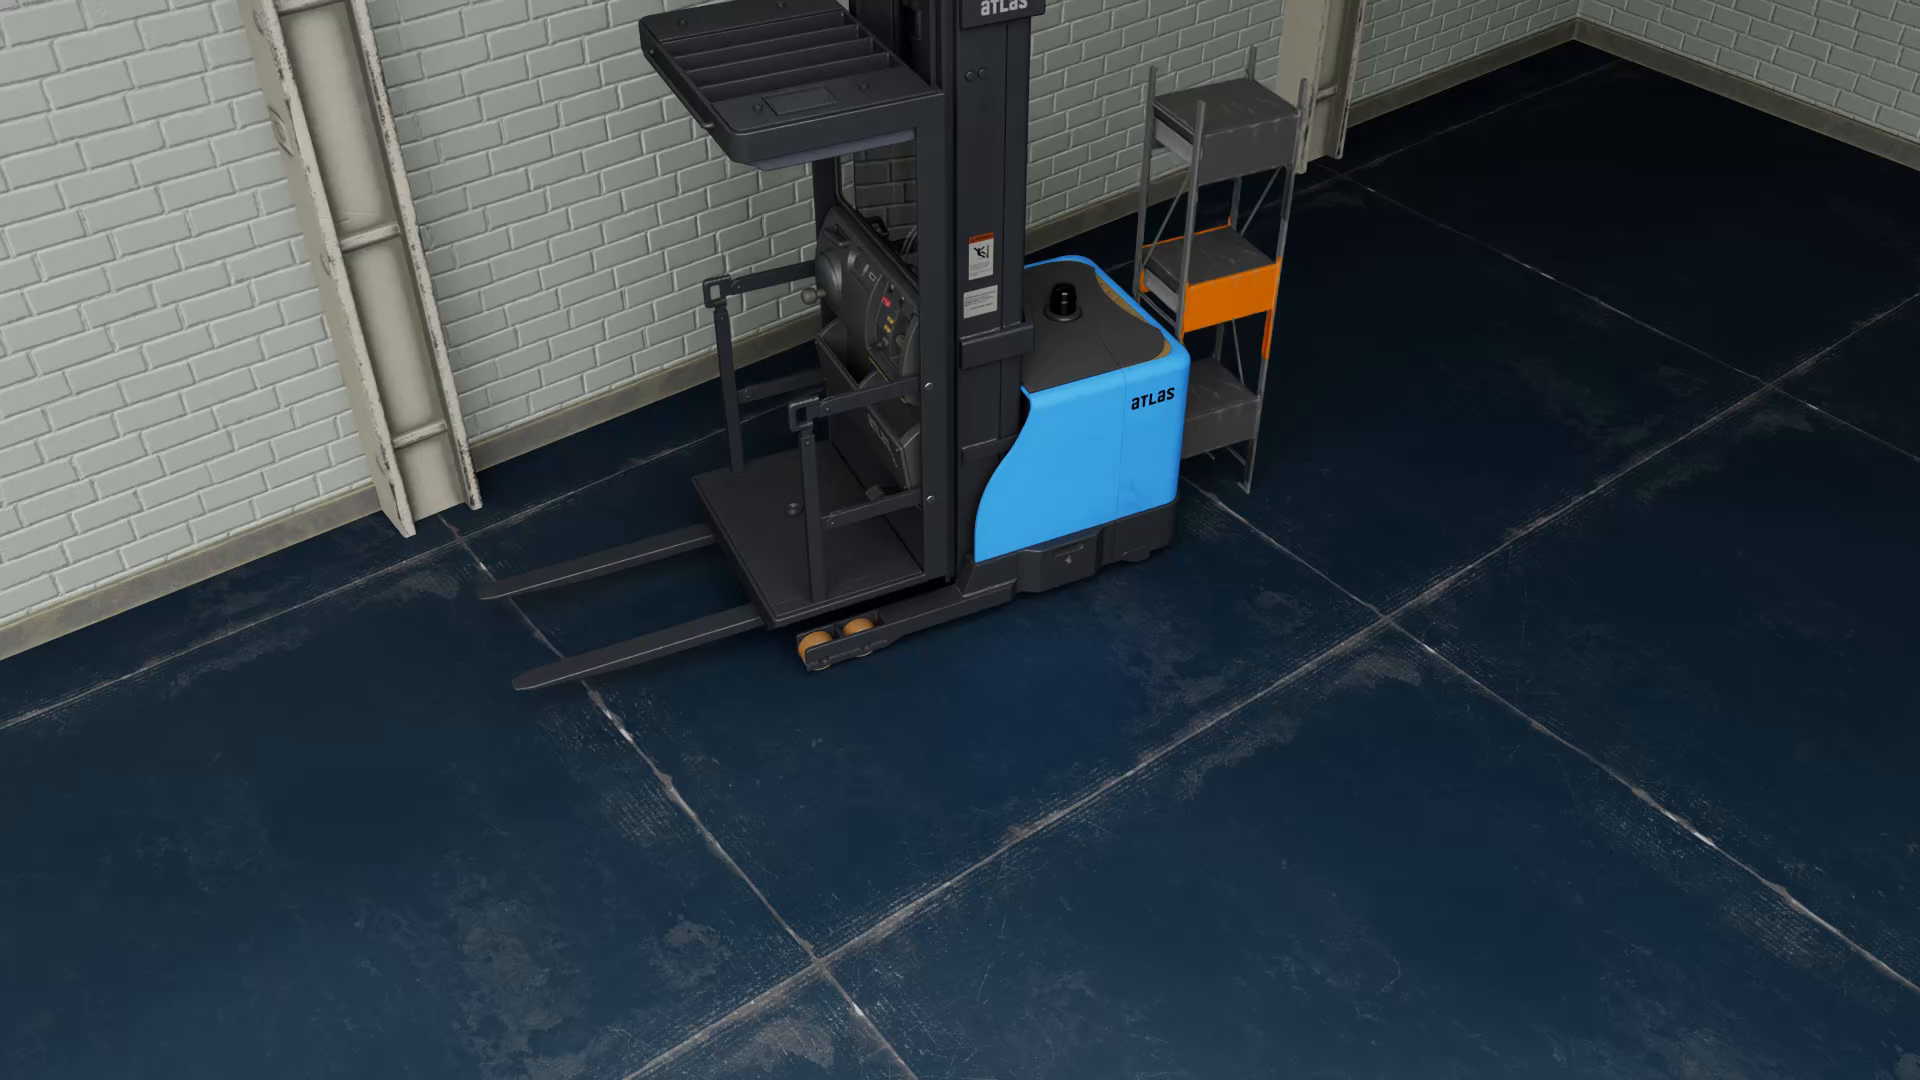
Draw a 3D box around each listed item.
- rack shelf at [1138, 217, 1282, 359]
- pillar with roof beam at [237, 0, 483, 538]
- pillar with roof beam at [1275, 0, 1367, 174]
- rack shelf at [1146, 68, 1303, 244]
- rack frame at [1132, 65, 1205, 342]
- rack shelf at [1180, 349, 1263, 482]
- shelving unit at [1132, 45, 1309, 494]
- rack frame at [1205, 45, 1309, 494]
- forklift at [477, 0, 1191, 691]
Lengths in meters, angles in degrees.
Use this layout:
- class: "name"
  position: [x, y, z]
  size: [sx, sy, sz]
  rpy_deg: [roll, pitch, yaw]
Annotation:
- class: "rack shelf"
  position: [1.087, -1.072, 7.421]
  size: [0.480, 0.518, 0.431]
  rpy_deg: [-17, 42, -20]
- class: "pillar with roof beam"
  position: [0.097, -1.477, 2.455]
  size: [0.400, 9.000, 9.100]
  rpy_deg: [-26, 46, -28]
- class: "pillar with roof beam"
  position: [4.855, -3.796, 5.282]
  size: [0.400, 9.000, 9.100]
  rpy_deg: [-26, 46, -28]
- class: "rack shelf"
  position: [1.089, -1.614, 6.978]
  size: [0.480, 0.518, 0.431]
  rpy_deg: [-17, 42, -20]
- class: "rack frame"
  position: [0.867, -1.016, 7.330]
  size: [0.015, 2.100, 0.400]
  rpy_deg: [-17, 42, -20]
- class: "rack shelf"
  position: [1.085, -0.530, 7.864]
  size: [0.480, 0.518, 0.431]
  rpy_deg: [-17, 42, -20]
- class: "shelving unit"
  position: [1.087, -1.083, 7.413]
  size: [0.503, 2.100, 0.431]
  rpy_deg: [-17, 42, -20]
- class: "rack frame"
  position: [1.307, -1.149, 7.495]
  size: [0.015, 2.100, 0.400]
  rpy_deg: [-17, 42, -20]
- class: "forklift"
  position: [-0.562, -0.963, 6.613]
  size: [3.031, 2.935, 1.130]
  rpy_deg: [-17, 42, -19]
